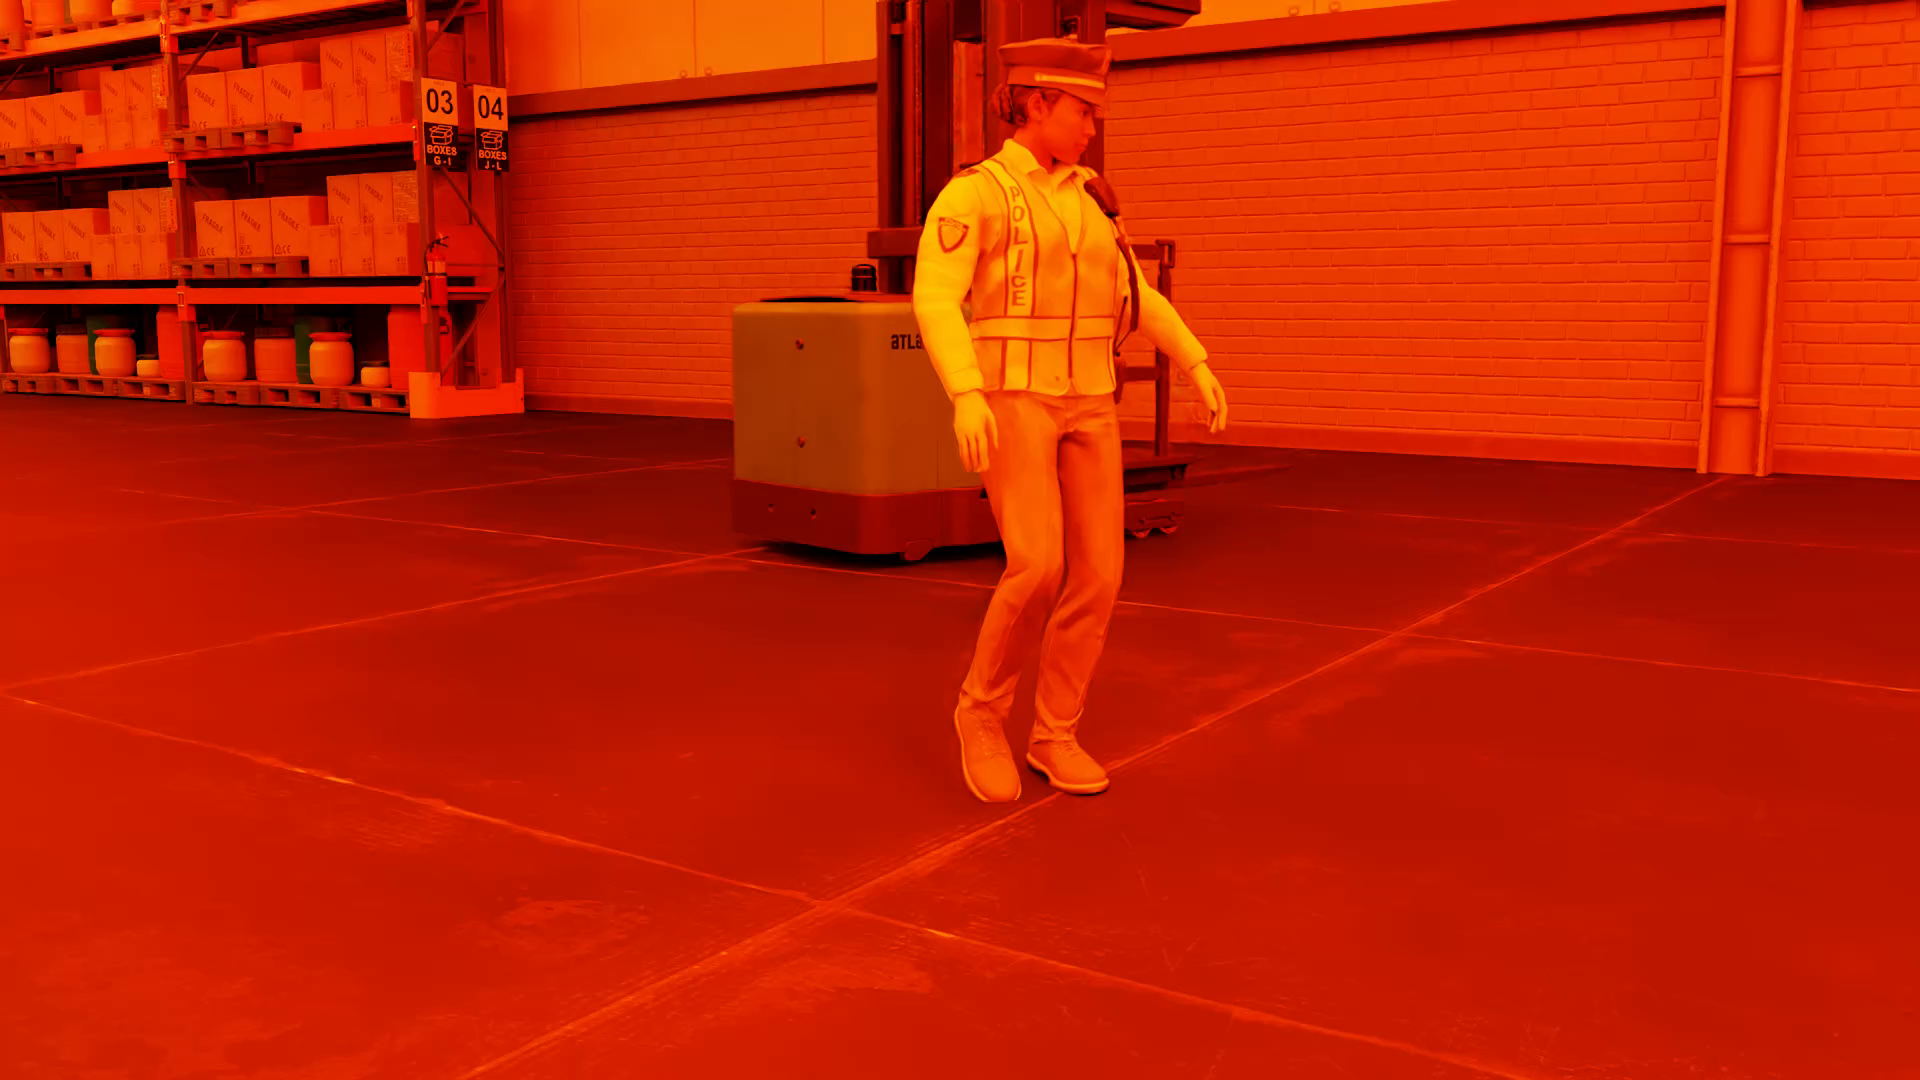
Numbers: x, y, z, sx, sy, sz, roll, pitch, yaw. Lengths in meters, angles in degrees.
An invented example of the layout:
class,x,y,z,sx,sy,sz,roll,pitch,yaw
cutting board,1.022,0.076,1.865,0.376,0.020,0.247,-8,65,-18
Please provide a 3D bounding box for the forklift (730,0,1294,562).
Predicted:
class,x,y,z,sx,sy,sz,roll,pitch,yaw
forklift,0.416,-1.512,7.826,3.031,2.935,1.130,-7,11,-42

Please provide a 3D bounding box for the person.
class,x,y,z,sx,sy,sz,roll,pitch,yaw
person,0.245,-0.257,3.672,0.751,1.659,0.439,-5,9,-29
